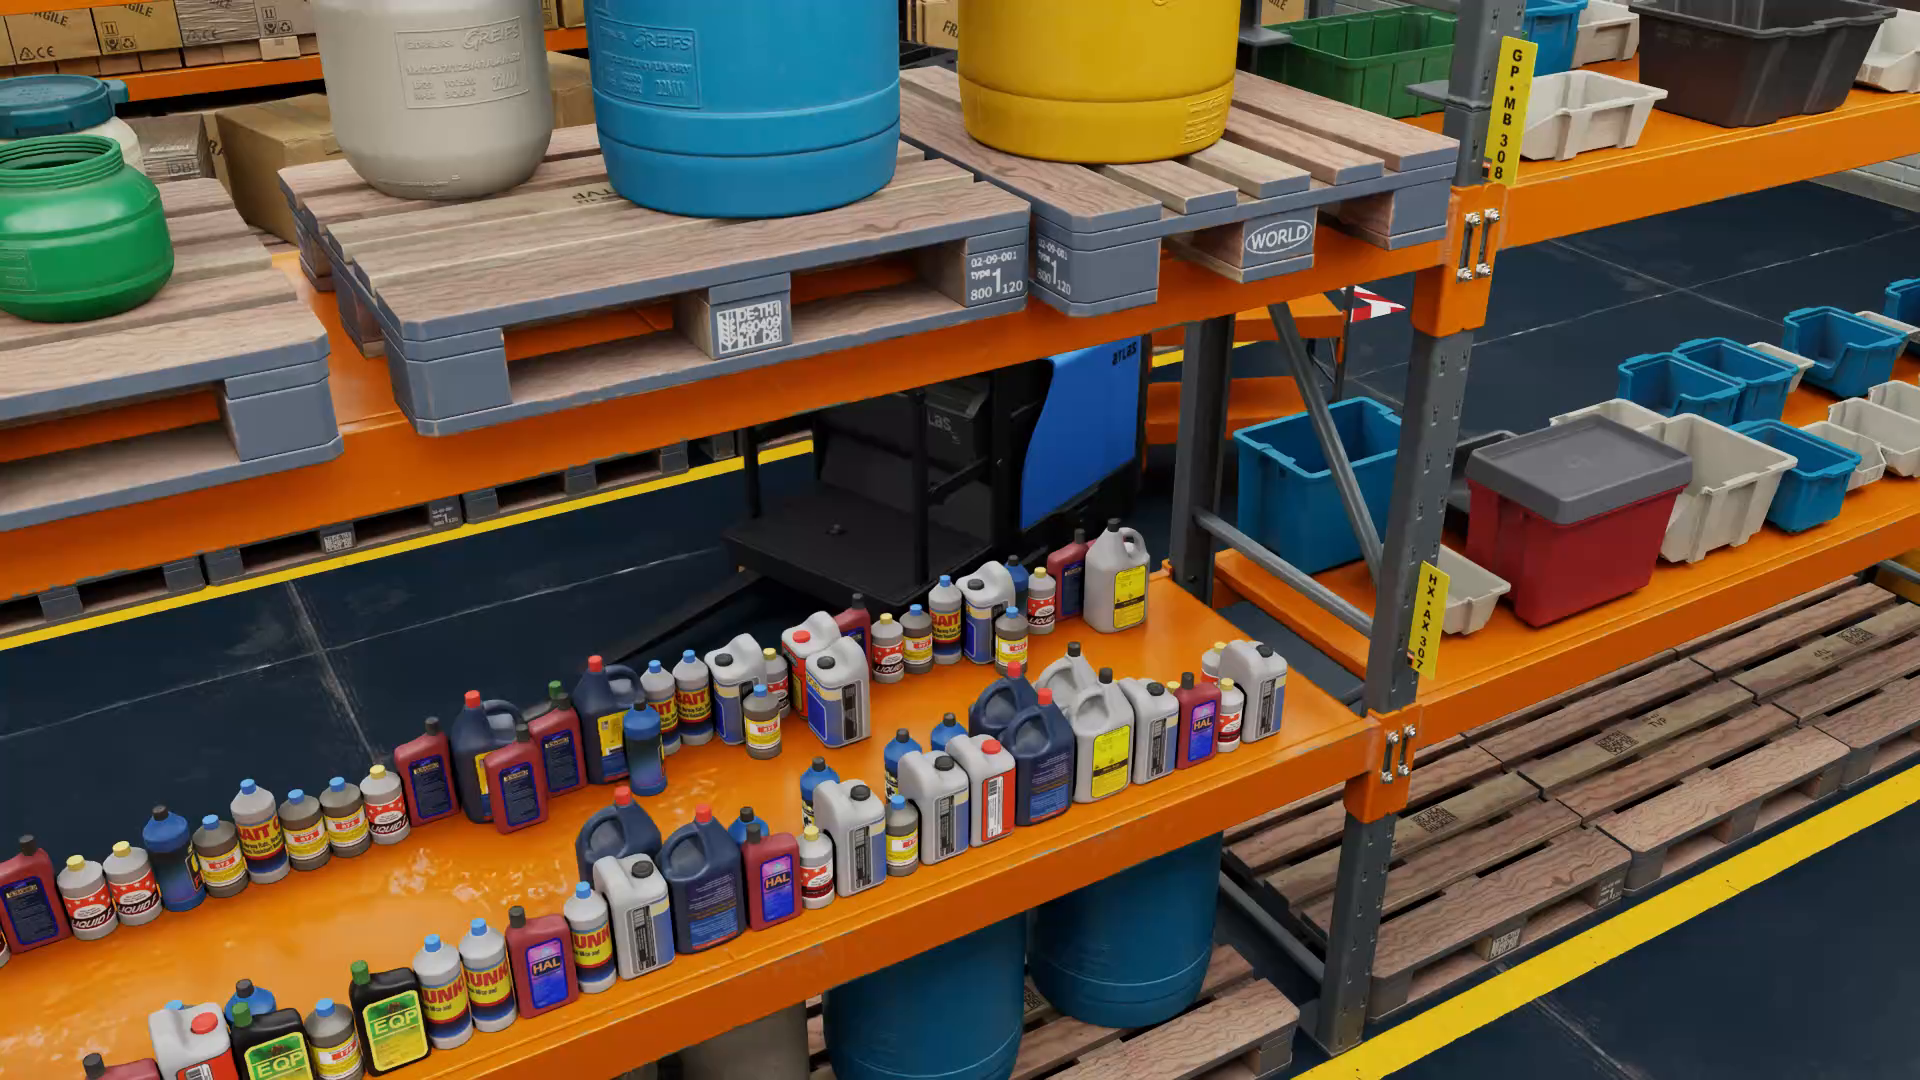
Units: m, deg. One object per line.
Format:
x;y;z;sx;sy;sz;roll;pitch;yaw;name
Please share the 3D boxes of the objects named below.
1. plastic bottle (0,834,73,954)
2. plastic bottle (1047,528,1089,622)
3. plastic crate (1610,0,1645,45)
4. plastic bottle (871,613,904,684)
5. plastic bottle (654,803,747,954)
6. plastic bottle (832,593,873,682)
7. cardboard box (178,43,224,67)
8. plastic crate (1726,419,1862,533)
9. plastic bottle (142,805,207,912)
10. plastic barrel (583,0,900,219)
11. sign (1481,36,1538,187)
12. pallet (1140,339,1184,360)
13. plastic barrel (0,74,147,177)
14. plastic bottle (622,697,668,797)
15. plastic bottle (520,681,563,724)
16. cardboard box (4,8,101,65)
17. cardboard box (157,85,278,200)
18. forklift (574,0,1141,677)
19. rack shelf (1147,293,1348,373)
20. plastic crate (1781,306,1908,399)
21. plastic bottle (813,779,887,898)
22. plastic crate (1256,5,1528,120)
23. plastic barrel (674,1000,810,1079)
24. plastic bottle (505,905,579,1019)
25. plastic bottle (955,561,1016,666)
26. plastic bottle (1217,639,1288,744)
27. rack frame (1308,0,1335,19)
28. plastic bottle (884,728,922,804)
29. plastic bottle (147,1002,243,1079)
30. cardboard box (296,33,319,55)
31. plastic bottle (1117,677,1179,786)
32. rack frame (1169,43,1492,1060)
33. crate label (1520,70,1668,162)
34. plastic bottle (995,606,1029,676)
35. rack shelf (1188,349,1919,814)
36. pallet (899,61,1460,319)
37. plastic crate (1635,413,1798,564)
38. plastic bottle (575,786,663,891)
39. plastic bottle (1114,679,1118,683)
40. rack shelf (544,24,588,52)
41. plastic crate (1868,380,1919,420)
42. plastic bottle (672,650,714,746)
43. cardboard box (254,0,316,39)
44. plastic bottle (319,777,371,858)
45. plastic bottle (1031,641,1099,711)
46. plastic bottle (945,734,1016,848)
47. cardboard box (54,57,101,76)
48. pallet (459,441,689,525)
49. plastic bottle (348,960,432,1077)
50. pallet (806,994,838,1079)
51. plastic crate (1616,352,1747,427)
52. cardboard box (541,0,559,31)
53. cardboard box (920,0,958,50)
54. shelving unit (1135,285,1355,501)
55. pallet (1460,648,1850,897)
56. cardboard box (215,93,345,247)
-2.139;0.806;3.805;0.133;0.283;0.061;-16;33;-26;plastic bottle
0.331;0.105;5.076;0.133;0.283;0.061;-16;33;-26;plastic bottle
2.360;-1.717;5.275;0.530;0.282;0.437;-16;33;-26;plastic crate
-0.211;0.305;4.798;0.097;0.201;0.097;0;29;0;plastic bottle
-0.598;0.762;3.816;0.185;0.351;0.144;-16;33;-26;plastic bottle
-0.320;0.290;4.741;0.133;0.283;0.061;-16;33;-26;plastic bottle
-5.306;-3.423;11.587;0.250;0.149;0.380;-17;33;-28;cardboard box
2.786;-0.213;5.643;0.300;0.233;0.416;-16;33;-26;plastic crate
-1.862;0.743;3.932;0.097;0.271;0.097;0;29;0;plastic bottle
-0.416;-1.126;3.127;0.708;0.901;0.600;-16;33;-26;plastic barrel
1.255;-0.978;3.804;0.005;0.325;0.100;-16;33;-26;sign
1.168;-1.499;10.748;1.213;0.211;1.003;-16;33;-26;pallet
-1.620;-0.671;2.966;0.301;0.262;0.301;0;29;0;plastic barrel
-0.821;0.529;4.321;0.097;0.271;0.097;0;29;0;plastic bottle
-1.078;0.505;4.351;0.133;0.283;0.061;-16;33;-26;plastic bottle
-6.056;-3.479;11.017;0.500;0.500;0.500;-16;33;-27;cardboard box
-5.300;-2.828;12.061;0.750;0.750;0.750;-15;32;-25;cardboard box
-0.397;-1.030;7.084;1.130;2.935;3.031;20;35;32;forklift
1.395;-1.105;8.481;1.000;0.278;0.538;-4;29;-7;rack shelf
3.480;-0.738;6.594;0.300;0.233;0.416;-16;33;-26;plastic crate
-0.264;0.698;4.010;0.135;0.276;0.152;-16;33;-26;plastic bottle
1.190;-1.341;4.690;0.662;0.188;0.450;-16;33;-26;plastic crate
-0.642;1.415;4.721;0.421;0.512;0.421;0;29;0;plastic barrel
-0.914;0.905;3.627;0.133;0.283;0.061;-16;33;-26;plastic bottle
0.071;0.208;4.897;0.135;0.276;0.152;-16;33;-26;plastic bottle
0.802;0.395;4.558;0.135;0.276;0.152;-16;33;-26;plastic bottle
1.921;-2.934;10.462;0.127;3.000;1.000;-16;33;-26;rack frame
-0.143;0.595;4.200;0.097;0.271;0.097;0;29;0;plastic bottle
-1.535;1.058;3.356;0.135;0.276;0.152;-16;33;-26;plastic bottle
-4.641;-3.599;11.907;0.250;0.149;0.380;-15;32;-25;cardboard box
0.487;0.484;4.396;0.135;0.276;0.152;-16;33;-26;plastic bottle
0.978;0.109;4.947;0.127;3.000;1.000;-16;33;-26;rack frame
1.547;-1.088;4.285;0.466;0.136;0.293;-16;33;-26;crate label
0.150;0.288;4.829;0.097;0.201;0.097;0;29;0;plastic bottle
2.703;-0.065;6.008;4.000;0.370;1.077;-16;33;-26;rack shelf
0.352;-0.889;3.847;1.003;0.211;1.213;-16;33;-26;pallet
2.388;-0.162;5.500;0.530;0.282;0.437;-16;33;-26;plastic crate
-0.791;0.732;3.871;0.185;0.351;0.144;-16;33;-26;plastic bottle
0.408;0.470;4.500;0.097;0.201;0.097;0;29;0;plastic bottle
-2.316;-4.192;13.486;4.000;0.370;1.077;-16;33;-26;rack shelf
3.558;-0.441;6.155;0.243;0.136;0.396;-16;33;-26;plastic crate
-0.726;0.421;4.516;0.097;0.271;0.097;0;29;0;plastic bottle
-4.746;-3.853;11.696;0.500;0.500;0.500;-16;32;-26;cardboard box
-1.527;0.679;4.121;0.097;0.201;0.097;0;29;0;plastic bottle
0.279;0.432;4.413;0.185;0.351;0.144;-16;33;-26;plastic bottle
0.052;0.608;4.173;0.135;0.276;0.152;-16;33;-26;plastic bottle
-5.993;-3.248;11.270;0.250;0.149;0.380;-15;32;-26;cardboard box
-2.210;-0.519;8.972;1.213;0.211;1.003;-16;33;-26;pallet
-1.197;0.985;3.482;0.133;0.283;0.061;-16;33;-26;plastic bottle
-0.761;1.802;4.765;1.213;0.211;1.003;-16;33;-26;pallet
2.653;-0.504;6.169;0.300;0.233;0.416;-16;33;-26;plastic crate
-3.565;-4.275;12.581;0.700;0.700;0.980;-15;32;-26;cardboard box
-0.091;-2.687;8.876;0.500;0.500;0.500;-17;33;-28;cardboard box
1.395;-0.848;8.622;1.048;1.125;0.538;-4;29;-7;shelving unit
2.646;0.834;6.521;1.213;0.211;1.003;-16;33;-26;pallet
-3.020;-1.724;7.732;0.700;0.500;0.500;26;38;38;cardboard box
